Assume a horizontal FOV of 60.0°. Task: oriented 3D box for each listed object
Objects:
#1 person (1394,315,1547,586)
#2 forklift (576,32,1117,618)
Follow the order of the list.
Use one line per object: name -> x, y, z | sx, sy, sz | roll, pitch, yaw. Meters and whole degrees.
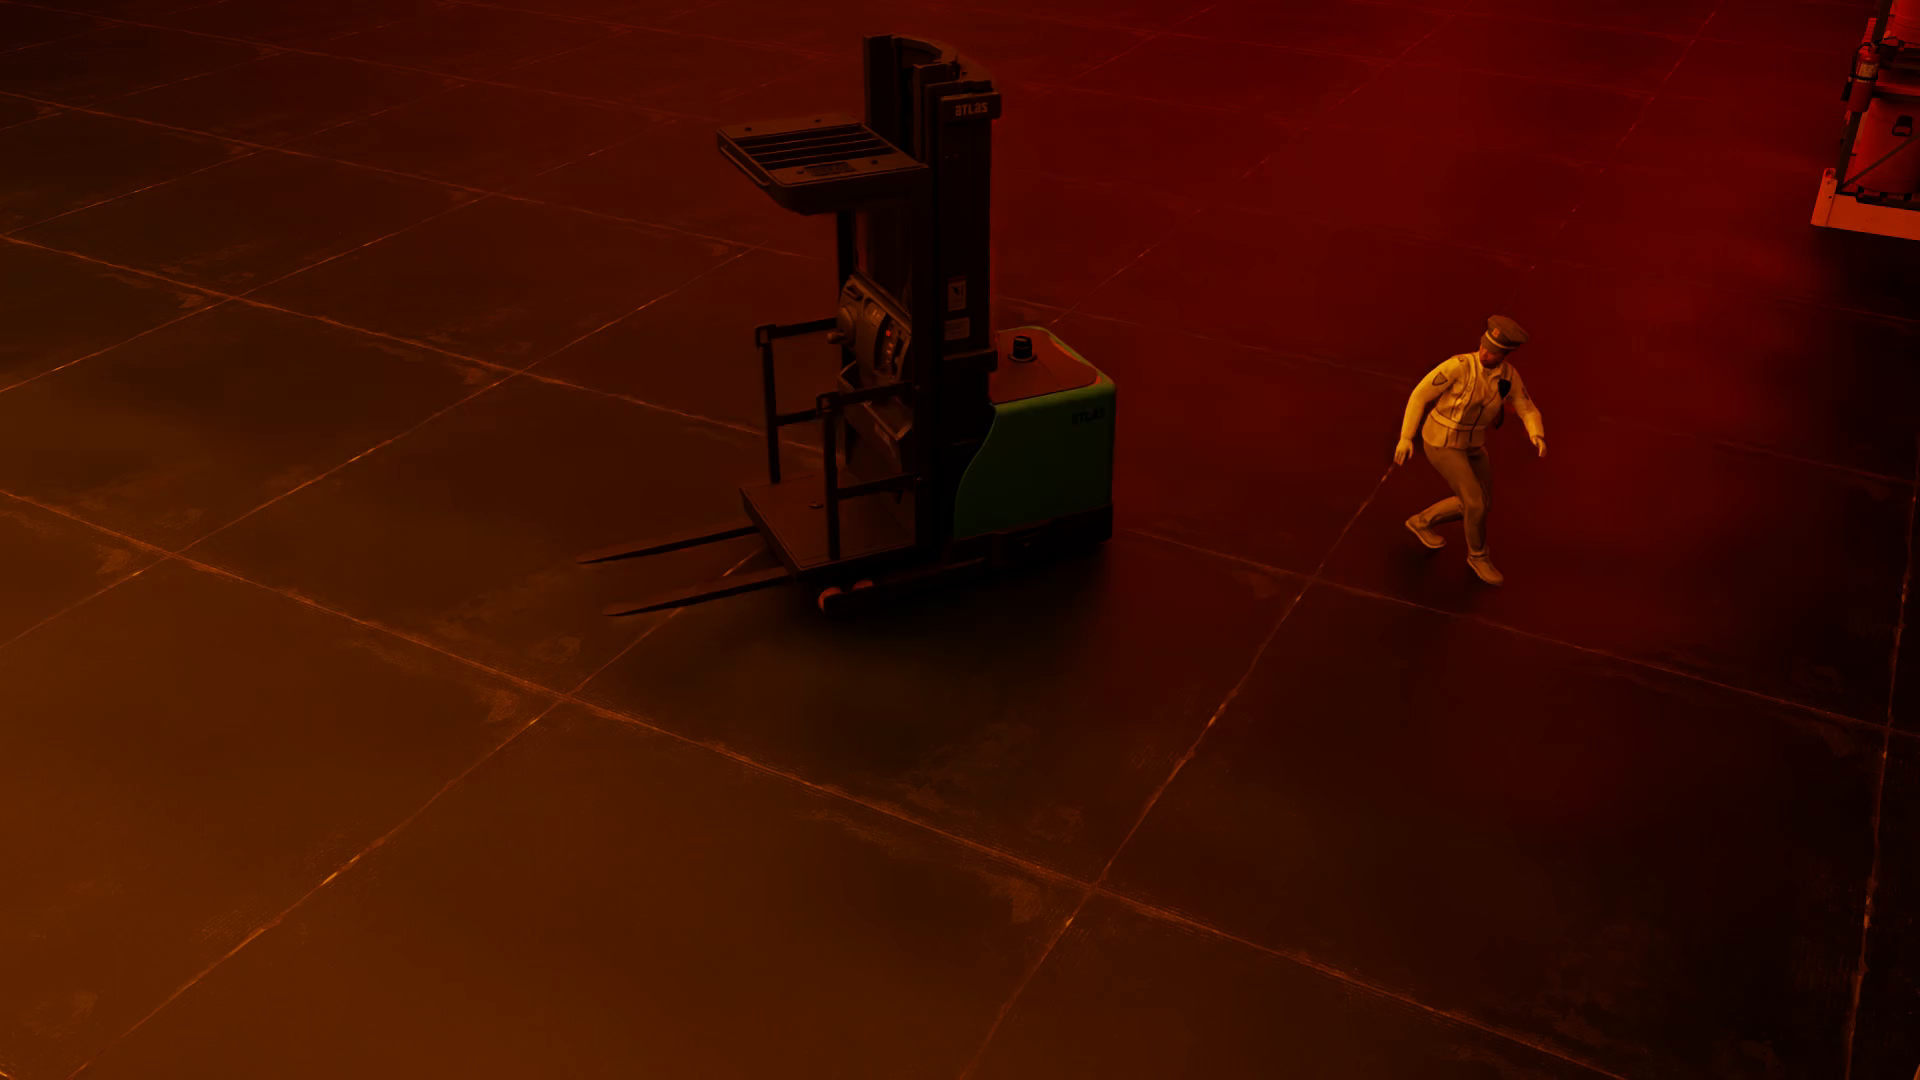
person -> 2.847, -0.488, 9.321 | 0.801, 1.556, 0.799 | -16, 33, -25
forklift -> -0.654, -1.139, 9.045 | 3.031, 2.935, 1.130 | -13, 32, -21
